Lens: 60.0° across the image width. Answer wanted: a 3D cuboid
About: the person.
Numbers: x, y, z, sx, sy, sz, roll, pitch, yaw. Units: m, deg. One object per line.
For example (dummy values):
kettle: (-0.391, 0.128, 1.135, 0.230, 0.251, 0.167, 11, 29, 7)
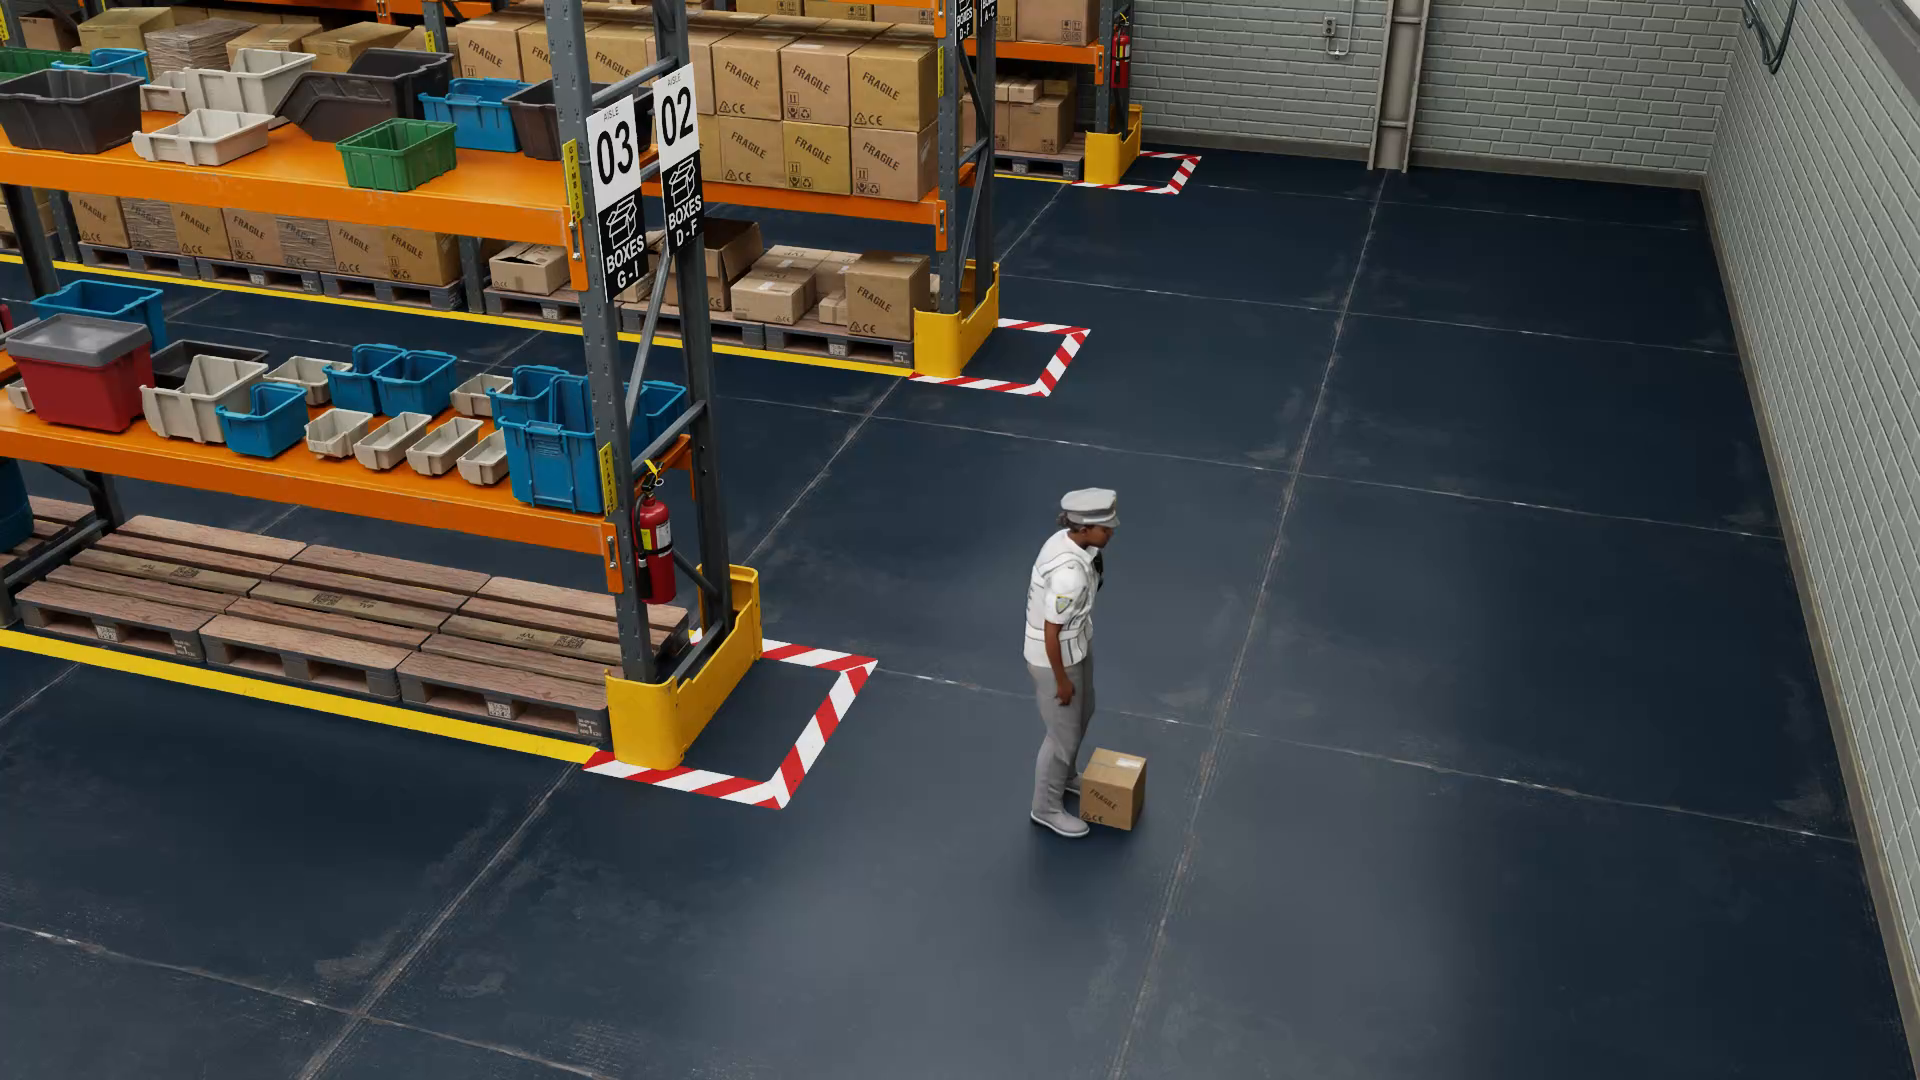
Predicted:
person: (0.491, 0.532, 7.557, 0.395, 1.657, 0.521, 7, 30, 12)
